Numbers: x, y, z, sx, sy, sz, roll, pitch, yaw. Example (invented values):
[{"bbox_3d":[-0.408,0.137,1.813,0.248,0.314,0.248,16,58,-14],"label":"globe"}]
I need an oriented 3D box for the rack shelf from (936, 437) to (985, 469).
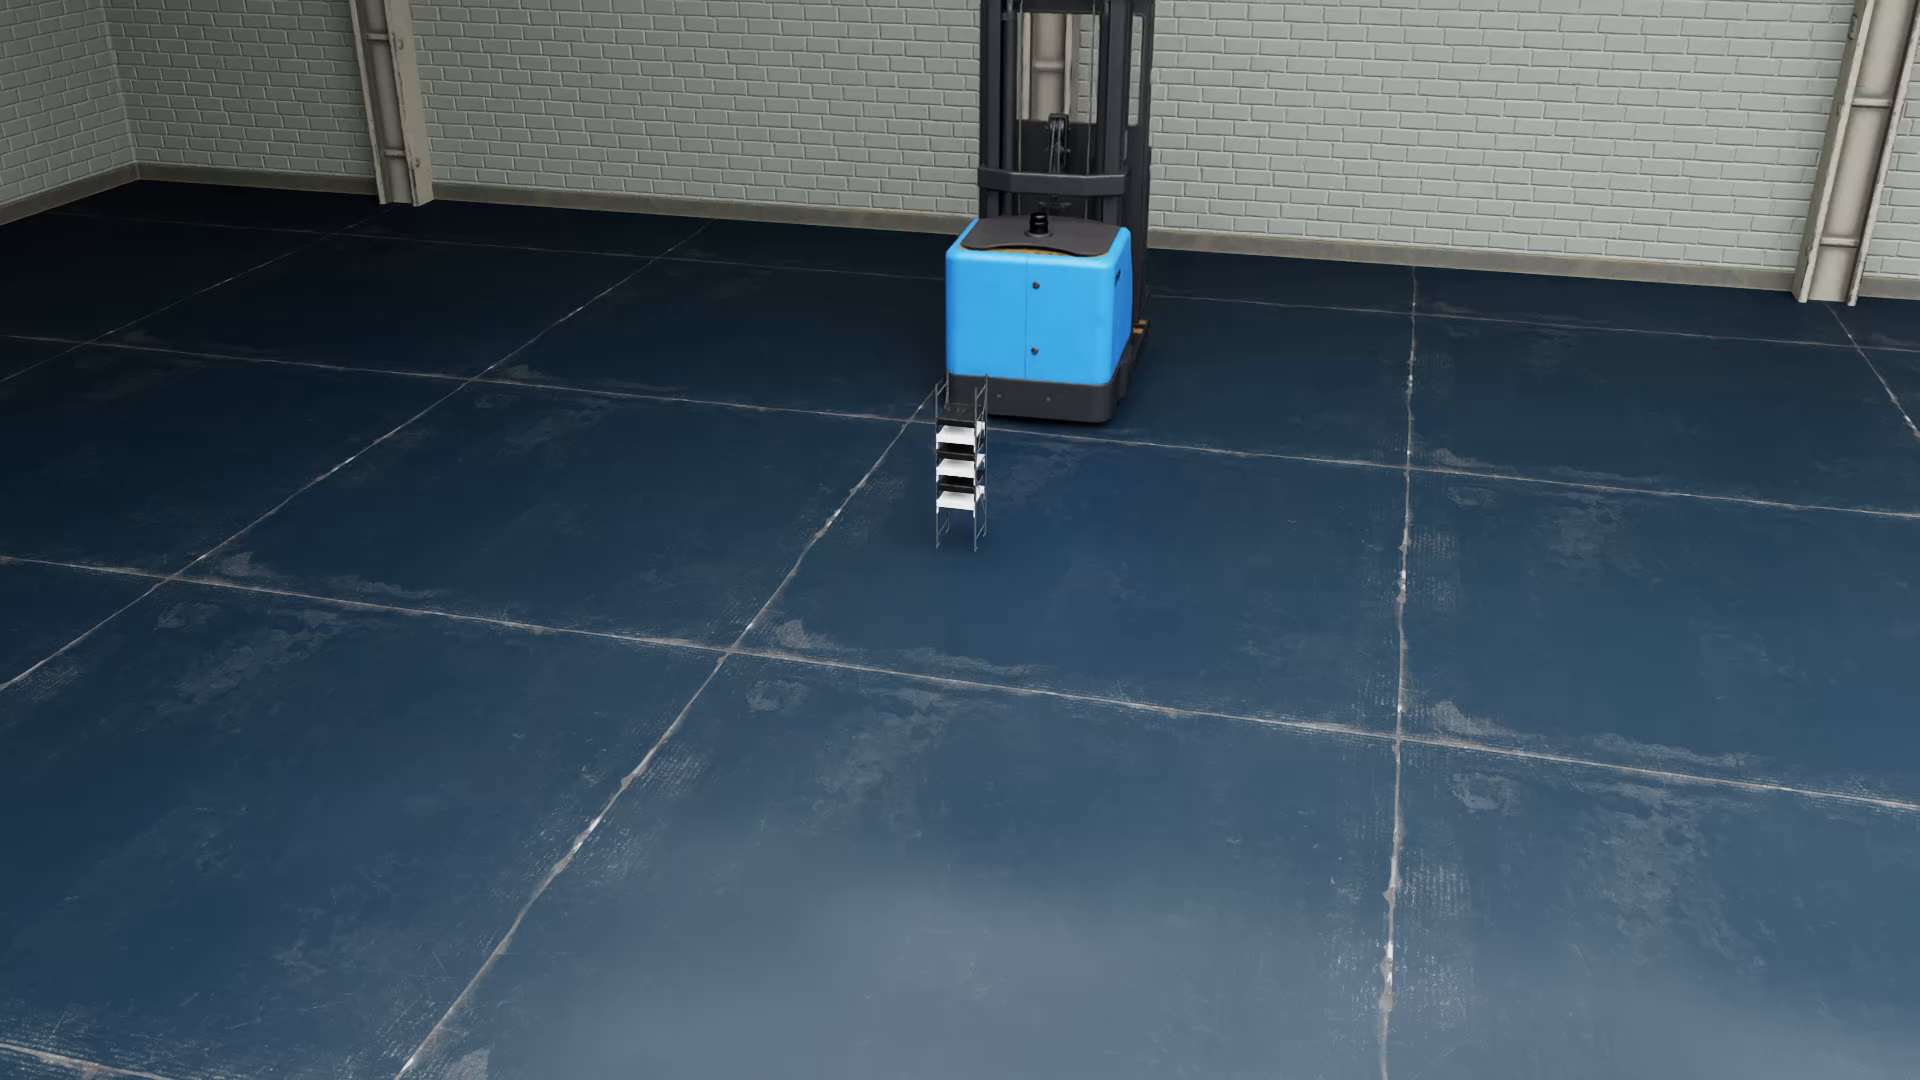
[{"bbox_3d":[0.008,-0.457,8.530,0.200,0.077,0.258,6,26,13],"label":"rack shelf"}]

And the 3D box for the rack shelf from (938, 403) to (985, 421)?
[{"bbox_3d":[0.008,-0.638,8.444,0.190,0.026,0.221,6,26,13],"label":"rack shelf"}]

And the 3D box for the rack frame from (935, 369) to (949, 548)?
[{"bbox_3d":[-0.091,-0.416,8.578,0.006,0.900,0.240,6,26,13],"label":"rack frame"}]

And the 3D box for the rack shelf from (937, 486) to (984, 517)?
[{"bbox_3d":[0.008,-0.213,8.646,0.200,0.077,0.258,6,26,13],"label":"rack shelf"}]

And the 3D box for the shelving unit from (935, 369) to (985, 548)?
[{"bbox_3d":[0.006,-0.406,8.555,0.205,0.900,0.258,6,26,13],"label":"shelving unit"}]

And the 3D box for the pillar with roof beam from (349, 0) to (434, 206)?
[{"bbox_3d":[-6.155,-5.390,9.603,0.400,9.000,9.100,6,26,13],"label":"pillar with roof beam"}]

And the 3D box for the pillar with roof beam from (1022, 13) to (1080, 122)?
[{"bbox_3d":[-0.344,-4.748,8.253,0.400,9.000,9.100,6,26,13],"label":"pillar with roof beam"}]

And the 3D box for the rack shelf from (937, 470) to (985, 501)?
[{"bbox_3d":[0.008,-0.294,8.608,0.200,0.077,0.258,6,26,13],"label":"rack shelf"}]

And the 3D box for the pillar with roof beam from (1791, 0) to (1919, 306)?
[{"bbox_3d":[5.467,-4.105,6.904,0.400,9.000,9.100,6,26,13],"label":"pillar with roof beam"}]

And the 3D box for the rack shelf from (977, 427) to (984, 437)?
[{"bbox_3d":[0.008,-0.551,8.485,0.184,0.015,0.199,6,26,13],"label":"rack shelf"}]

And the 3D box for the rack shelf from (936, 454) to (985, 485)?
[{"bbox_3d":[0.008,-0.375,8.569,0.200,0.077,0.258,6,26,13],"label":"rack shelf"}]

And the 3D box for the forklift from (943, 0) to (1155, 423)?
[{"bbox_3d":[0.718,-2.615,10.908,1.129,2.867,3.031,5,26,11],"label":"forklift"}]
